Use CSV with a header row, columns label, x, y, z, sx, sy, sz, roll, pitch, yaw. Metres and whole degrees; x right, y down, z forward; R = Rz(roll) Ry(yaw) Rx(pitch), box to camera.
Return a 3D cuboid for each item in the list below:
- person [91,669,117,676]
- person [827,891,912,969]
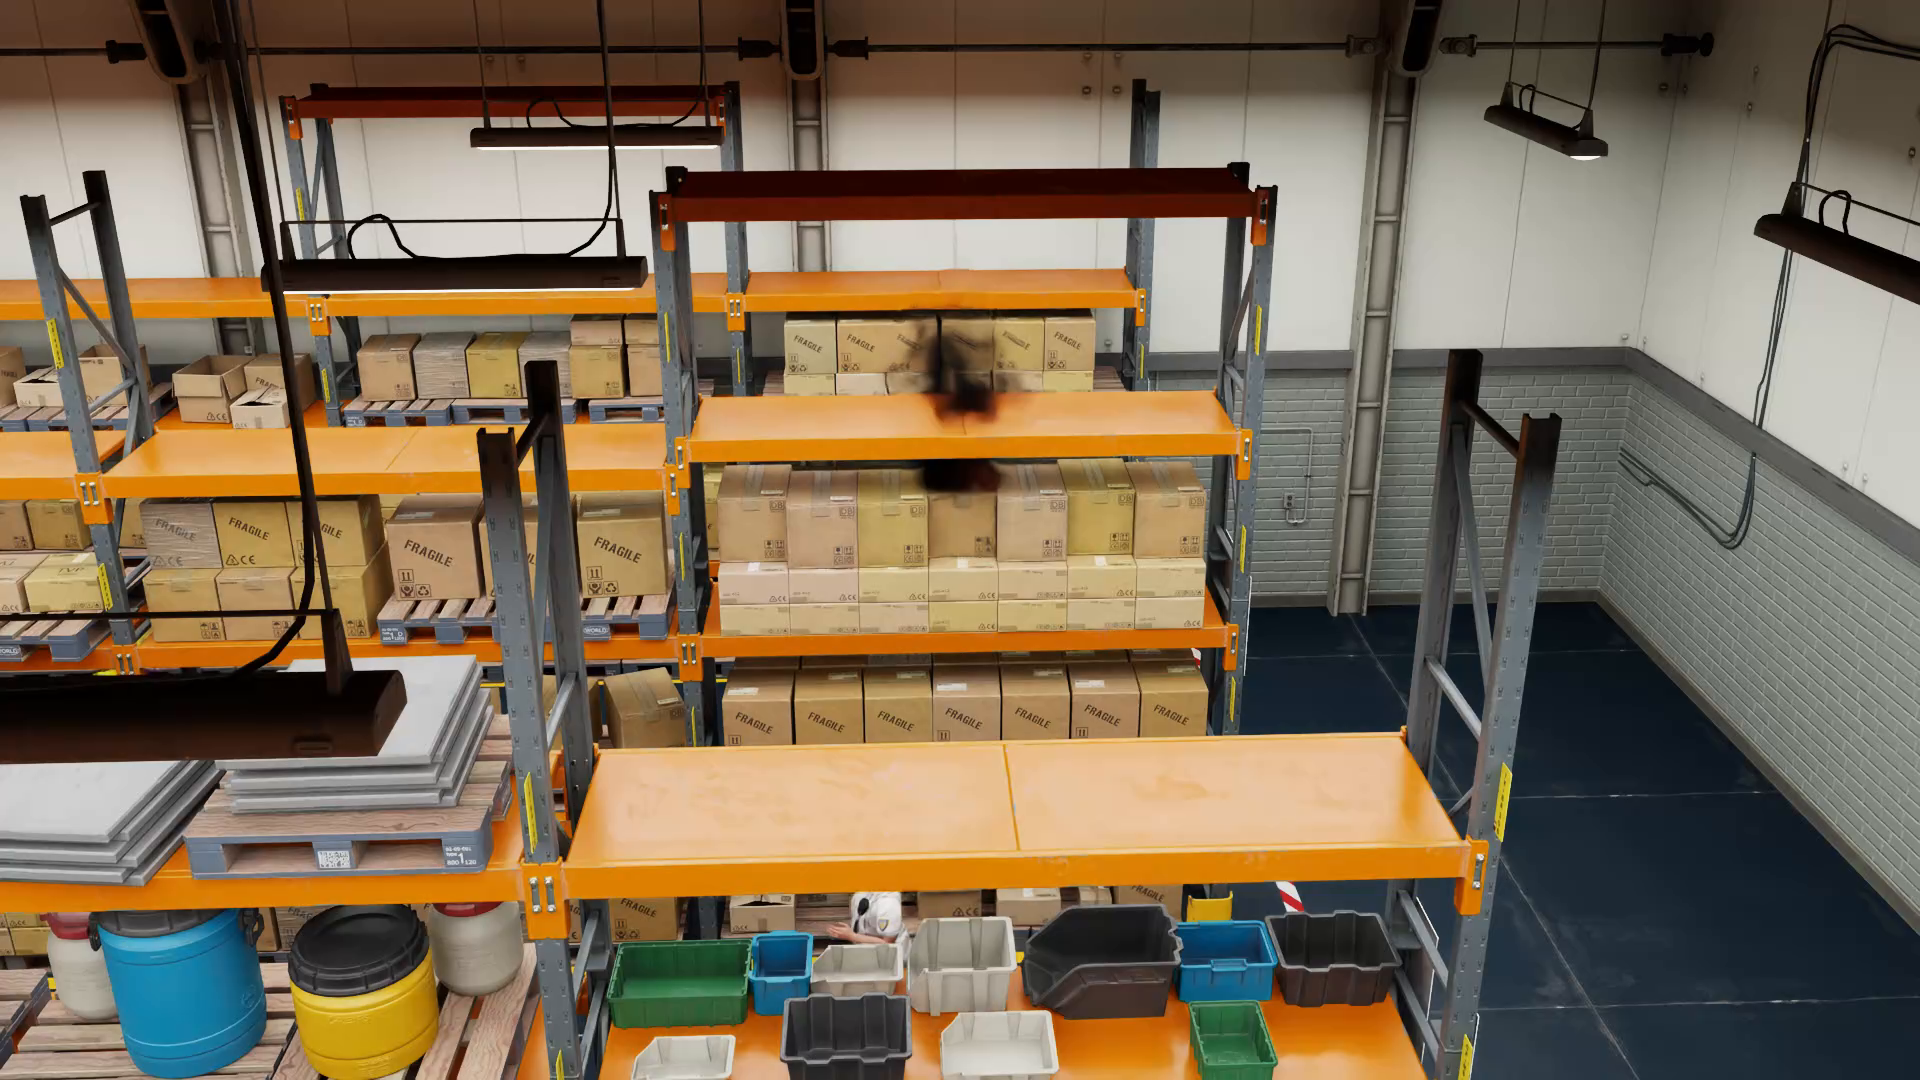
label,x,y,z,sx,sy,sz,roll,pitch,yaw
person,-7.577,1.666,14.765,0.587,1.723,0.734,-2,22,-6
person,-0.506,2.799,11.252,0.938,1.823,0.679,-6,23,-14
